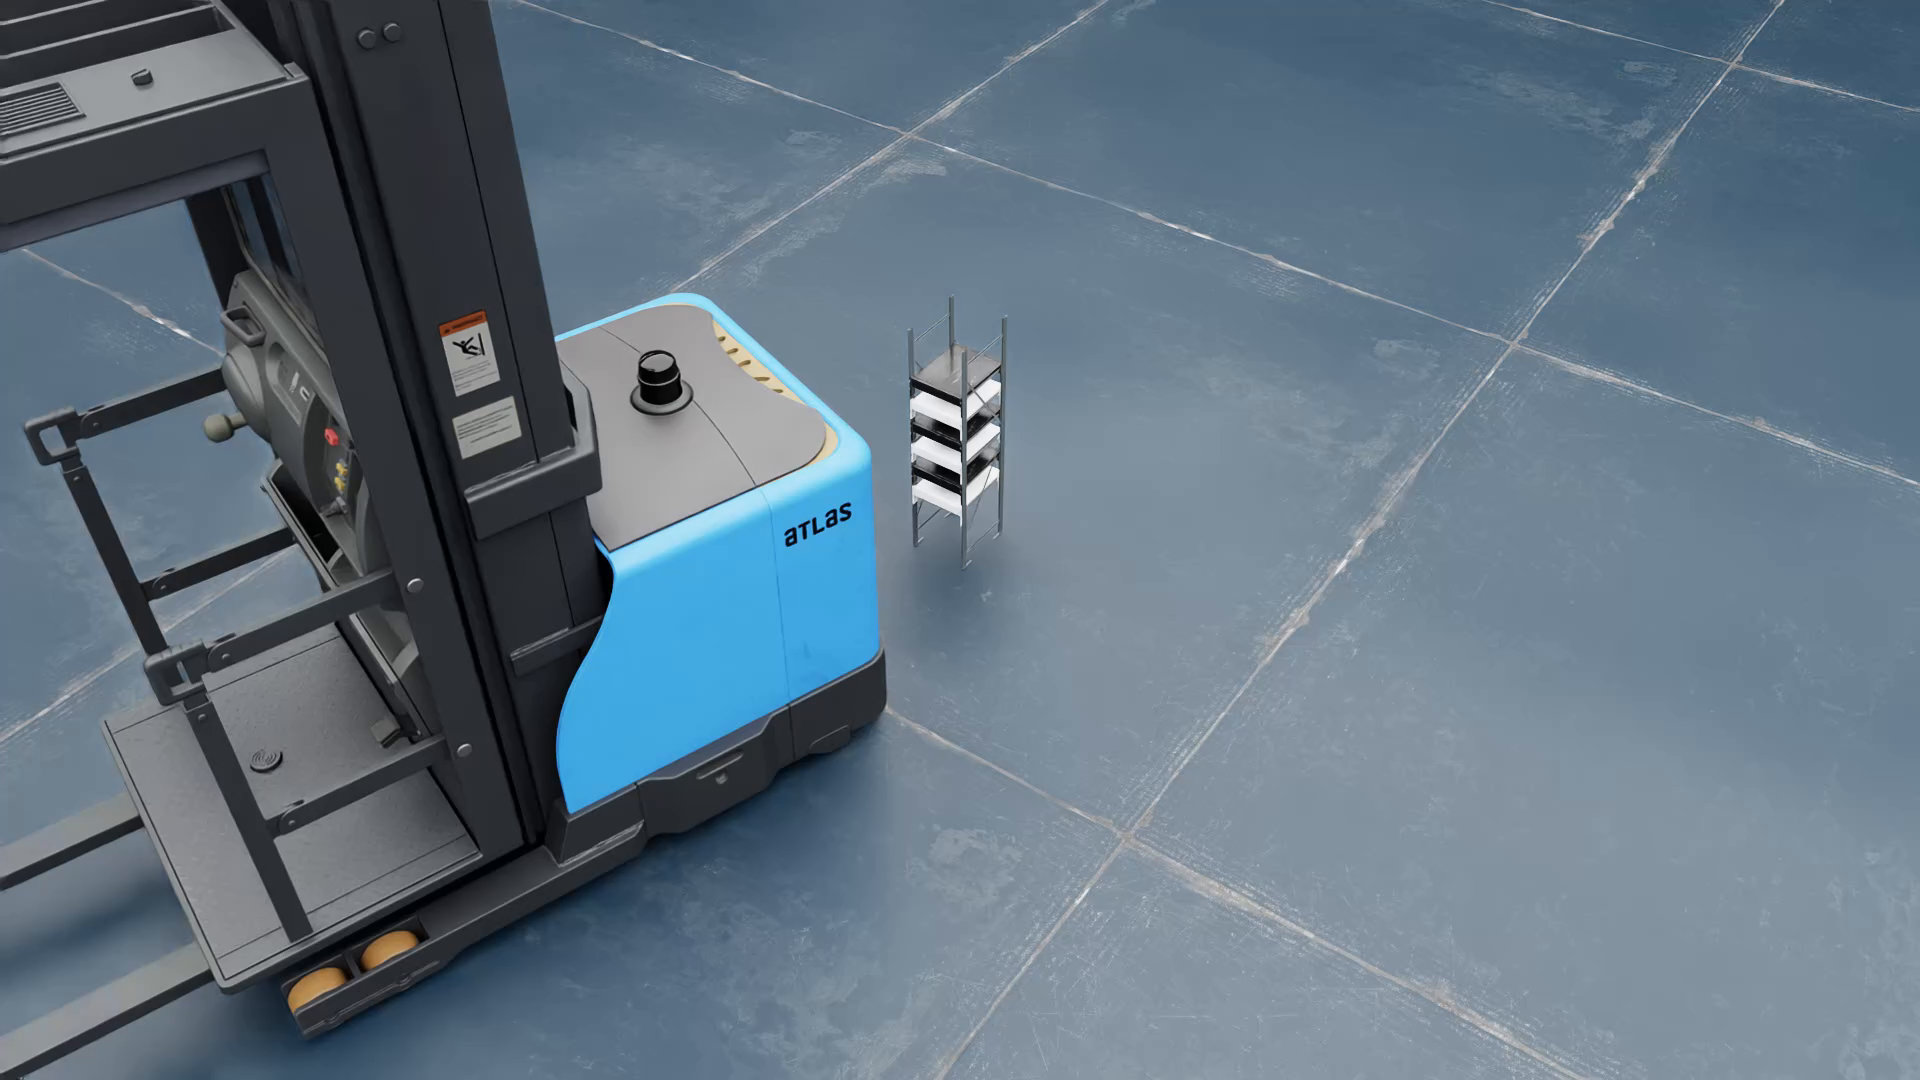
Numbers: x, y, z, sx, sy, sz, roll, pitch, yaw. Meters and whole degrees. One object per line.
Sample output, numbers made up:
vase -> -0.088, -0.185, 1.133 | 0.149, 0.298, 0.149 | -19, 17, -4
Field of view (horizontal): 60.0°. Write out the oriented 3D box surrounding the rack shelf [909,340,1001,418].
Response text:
rack shelf -> -0.007, -0.515, 5.296 | 0.200, 0.077, 0.258 | 25, 48, 25

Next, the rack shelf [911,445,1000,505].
rack shelf -> -0.007, -0.247, 5.536 | 0.200, 0.077, 0.258 | 25, 48, 25

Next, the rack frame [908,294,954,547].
rack frame -> -0.090, -0.377, 5.497 | 0.006, 0.900, 0.240 | 25, 48, 25

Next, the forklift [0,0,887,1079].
forklift -> -1.714, -0.220, 3.798 | 3.031, 2.935, 1.130 | -26, 48, -26

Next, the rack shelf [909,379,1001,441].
rack shelf -> -0.007, -0.448, 5.356 | 0.200, 0.077, 0.258 | 25, 48, 25

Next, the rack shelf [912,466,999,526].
rack shelf -> -0.007, -0.179, 5.596 | 0.200, 0.077, 0.258 | 25, 48, 25

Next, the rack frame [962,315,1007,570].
rack frame -> 0.077, -0.300, 5.410 | 0.006, 0.900, 0.240 | 25, 48, 25

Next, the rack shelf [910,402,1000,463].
rack shelf -> -0.007, -0.381, 5.416 | 0.200, 0.077, 0.258 | 25, 48, 25

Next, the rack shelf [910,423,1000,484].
rack shelf -> -0.007, -0.314, 5.476 | 0.200, 0.077, 0.258 | 25, 48, 25

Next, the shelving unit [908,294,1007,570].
shelving unit -> -0.007, -0.338, 5.453 | 0.210, 0.900, 0.258 | 25, 48, 25
